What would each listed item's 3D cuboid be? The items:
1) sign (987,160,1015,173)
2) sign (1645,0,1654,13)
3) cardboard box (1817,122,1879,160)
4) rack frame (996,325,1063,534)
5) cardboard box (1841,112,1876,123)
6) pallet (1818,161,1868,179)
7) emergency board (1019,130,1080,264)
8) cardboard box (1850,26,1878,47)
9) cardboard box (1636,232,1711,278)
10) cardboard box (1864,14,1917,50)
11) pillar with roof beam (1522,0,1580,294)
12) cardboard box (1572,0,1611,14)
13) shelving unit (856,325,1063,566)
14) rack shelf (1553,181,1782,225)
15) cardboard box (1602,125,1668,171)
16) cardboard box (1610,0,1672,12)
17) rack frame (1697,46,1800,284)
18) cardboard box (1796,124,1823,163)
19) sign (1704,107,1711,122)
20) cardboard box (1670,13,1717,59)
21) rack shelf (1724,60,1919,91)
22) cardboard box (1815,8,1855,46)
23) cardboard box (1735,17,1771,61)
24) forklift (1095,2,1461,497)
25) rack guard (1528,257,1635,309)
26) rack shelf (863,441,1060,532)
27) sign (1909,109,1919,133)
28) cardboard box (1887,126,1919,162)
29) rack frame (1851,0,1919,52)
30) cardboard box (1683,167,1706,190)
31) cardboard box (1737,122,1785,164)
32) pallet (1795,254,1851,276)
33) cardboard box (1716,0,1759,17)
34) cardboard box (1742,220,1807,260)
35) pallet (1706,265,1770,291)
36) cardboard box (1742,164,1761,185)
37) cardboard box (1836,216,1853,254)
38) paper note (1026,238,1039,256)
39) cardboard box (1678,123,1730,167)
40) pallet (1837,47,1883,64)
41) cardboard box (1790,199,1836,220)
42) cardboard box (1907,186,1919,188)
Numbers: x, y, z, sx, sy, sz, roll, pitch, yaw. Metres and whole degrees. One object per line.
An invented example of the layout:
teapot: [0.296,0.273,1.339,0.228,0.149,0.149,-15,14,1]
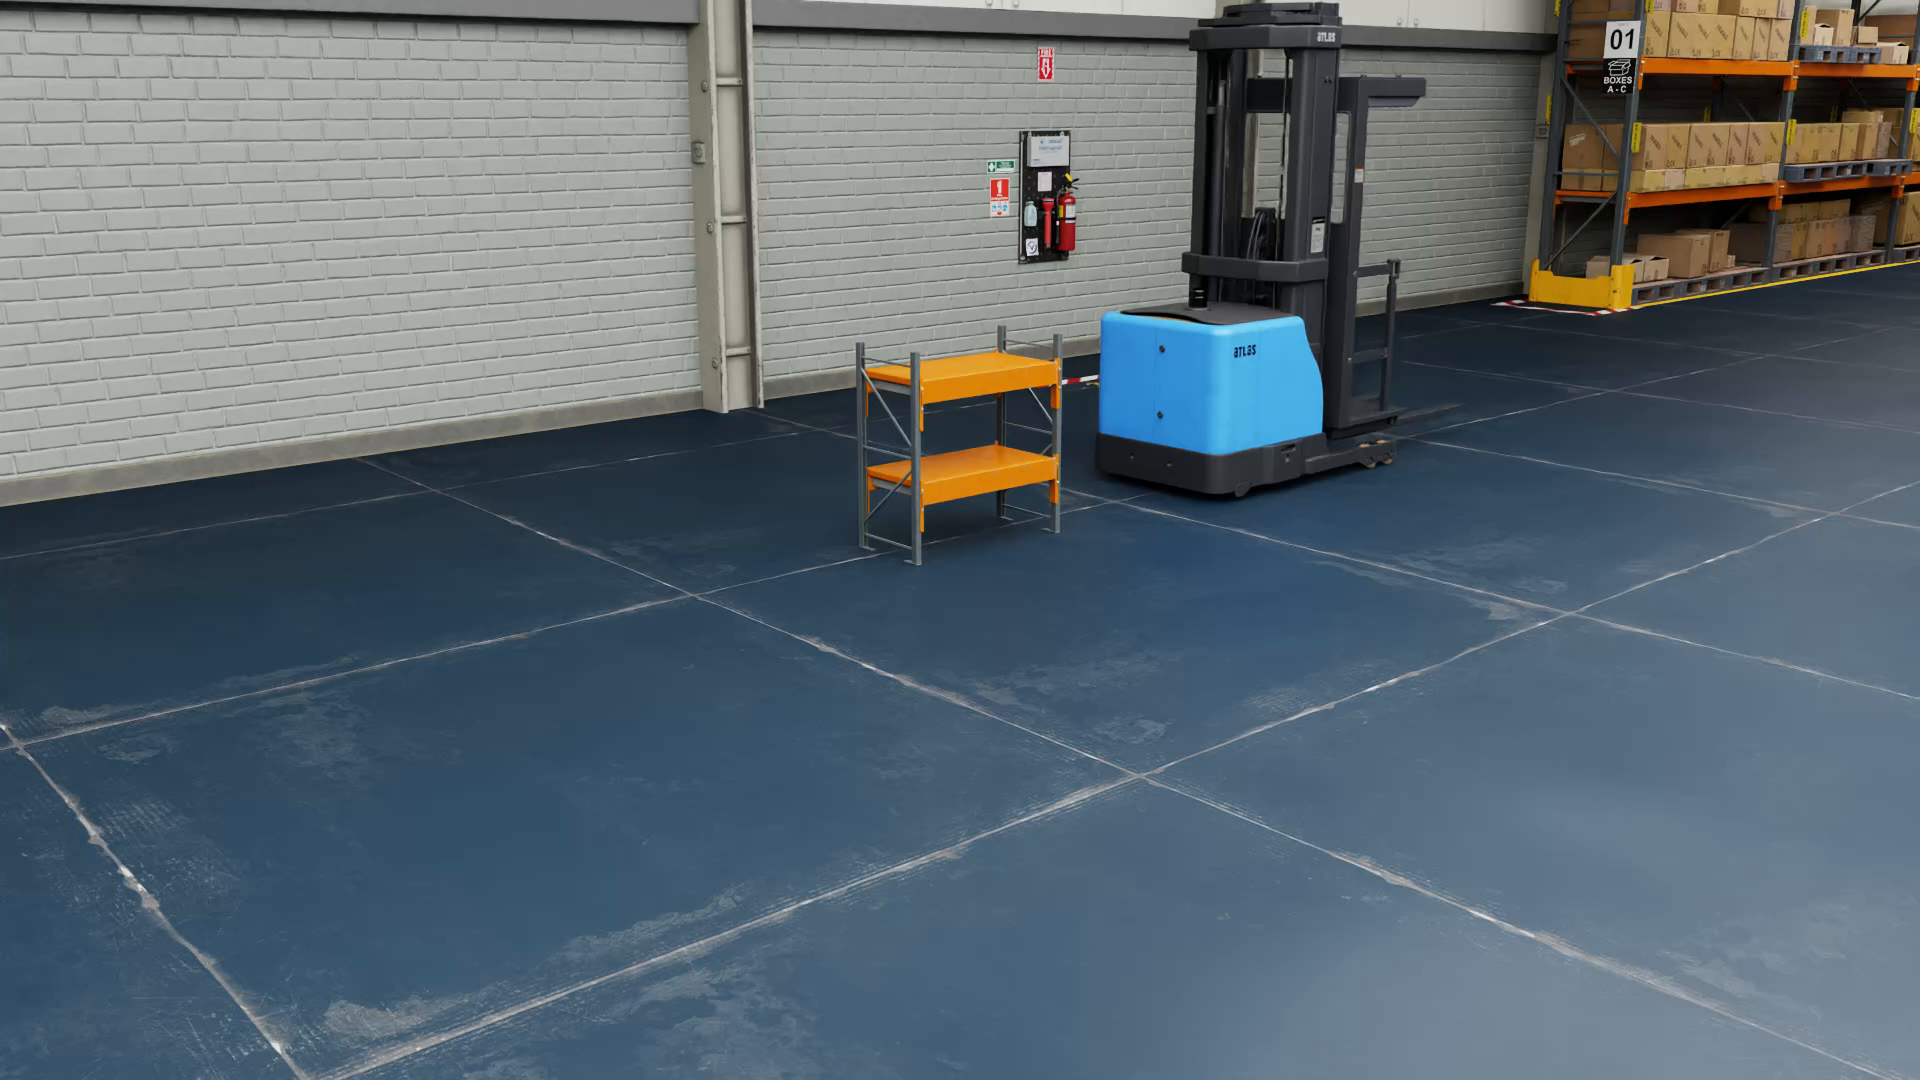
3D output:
sign: [0.362,-3.302,14.705,0.331,0.109,0.001,-13,19,-39]
sign: [7.649,-6.010,18.432,0.005,0.325,0.100,-13,19,-39]
cardboard box: [12.576,-5.679,23.652,0.700,0.500,0.500,14,20,42]
rack frame: [0.389,-0.631,9.432,0.032,1.125,0.500,-13,19,-39]
cardboard box: [12.854,-6.052,23.792,0.380,0.149,0.250,12,19,38]
pallet: [11.861,-5.164,23.141,1.213,0.211,1.003,-13,19,-39]
emergency board: [0.837,-3.104,15.057,0.643,1.169,0.194,-13,19,-39]
cardboard box: [12.289,-6.907,23.243,0.637,0.503,0.797,-9,18,-32]
cardboard box: [8.890,-3.560,20.757,0.500,0.500,0.700,-14,21,-43]
cardboard box: [13.649,-7.401,24.288,0.700,0.500,0.500,14,21,43]
pillar with roof beam: [10.079,-6.592,16.490,0.400,9.000,9.100,-13,19,-39]
cardboard box: [7.446,-6.359,19.260,0.500,0.500,0.500,-12,19,-37]
shelving unit: [0.005,-0.545,9.109,1.048,1.125,0.538,-13,19,-39]
rack shelf: [8.801,-4.236,20.689,4.000,0.370,1.077,-13,19,-39]
cardboard box: [7.850,-4.566,19.331,0.500,0.500,0.500,-13,19,-39]
cardboard box: [7.743,-6.253,18.863,0.500,0.500,0.500,14,21,43]
rack frame: [10.310,-4.922,21.864,0.127,3.000,1.000,-13,19,-39]
cardboard box: [11.143,-5.356,22.442,0.500,0.500,0.700,-10,18,-34]
sign: [9.943,-5.589,22.117,0.005,0.325,0.100,-13,19,-39]
cardboard box: [8.527,-5.932,19.601,0.500,0.500,0.500,-12,19,-37]
rack shelf: [11.819,-6.362,22.838,4.000,0.370,1.077,-13,19,-39]
cardboard box: [11.706,-6.908,22.481,0.500,0.500,0.500,-14,20,-41]
cardboard box: [9.702,-6.212,20.650,0.500,0.500,0.500,14,20,42]
forklift: [2.294,-1.975,10.966,3.031,2.935,1.130,-13,20,-41]
rack guard: [7.350,-3.050,19.698,0.348,0.500,1.175,-13,19,-39]
rack shelf: [0.005,-0.308,9.172,1.000,0.278,0.538,-13,19,-39]
sign: [13.691,-6.017,23.872,0.005,0.325,0.100,-13,19,-39]
cardboard box: [13.862,-5.834,24.469,0.500,0.500,0.500,-12,19,-38]
rack frame: [13.328,-8.498,23.627,0.127,3.000,1.000,-13,19,-39]
cardboard box: [8.640,-4.378,20.081,0.500,0.250,0.500,-13,20,-40]
cardboard box: [10.157,-5.081,21.259,0.500,0.500,0.500,-13,20,-39]
pallet: [11.817,-3.915,23.497,1.213,0.211,1.003,-13,19,-39]
cardboard box: [9.317,-6.589,20.123,0.500,0.500,0.500,-14,20,-41]
cardboard box: [11.211,-4.152,22.973,0.500,0.500,0.700,-13,20,-40]
pallet: [9.827,-3.454,21.772,1.213,0.211,1.003,-13,19,-39]
cardboard box: [9.771,-4.637,21.050,0.500,0.250,0.500,-13,19,-39]
cardboard box: [12.354,-4.408,23.930,0.500,0.500,0.700,-13,20,-39]
paper note: [0.659,-2.662,15.109,0.142,0.148,0.016,-13,19,-39]
cardboard box: [9.005,-4.824,20.296,0.500,0.500,0.500,-12,19,-38]
pallet: [11.626,-6.541,22.475,1.003,0.211,1.213,-13,19,-39]
cardboard box: [11.963,-4.662,23.430,0.500,0.250,0.500,-13,20,-40]
cardboard box: [15.272,-5.155,26.088,0.750,0.750,0.750,-12,19,-38]
